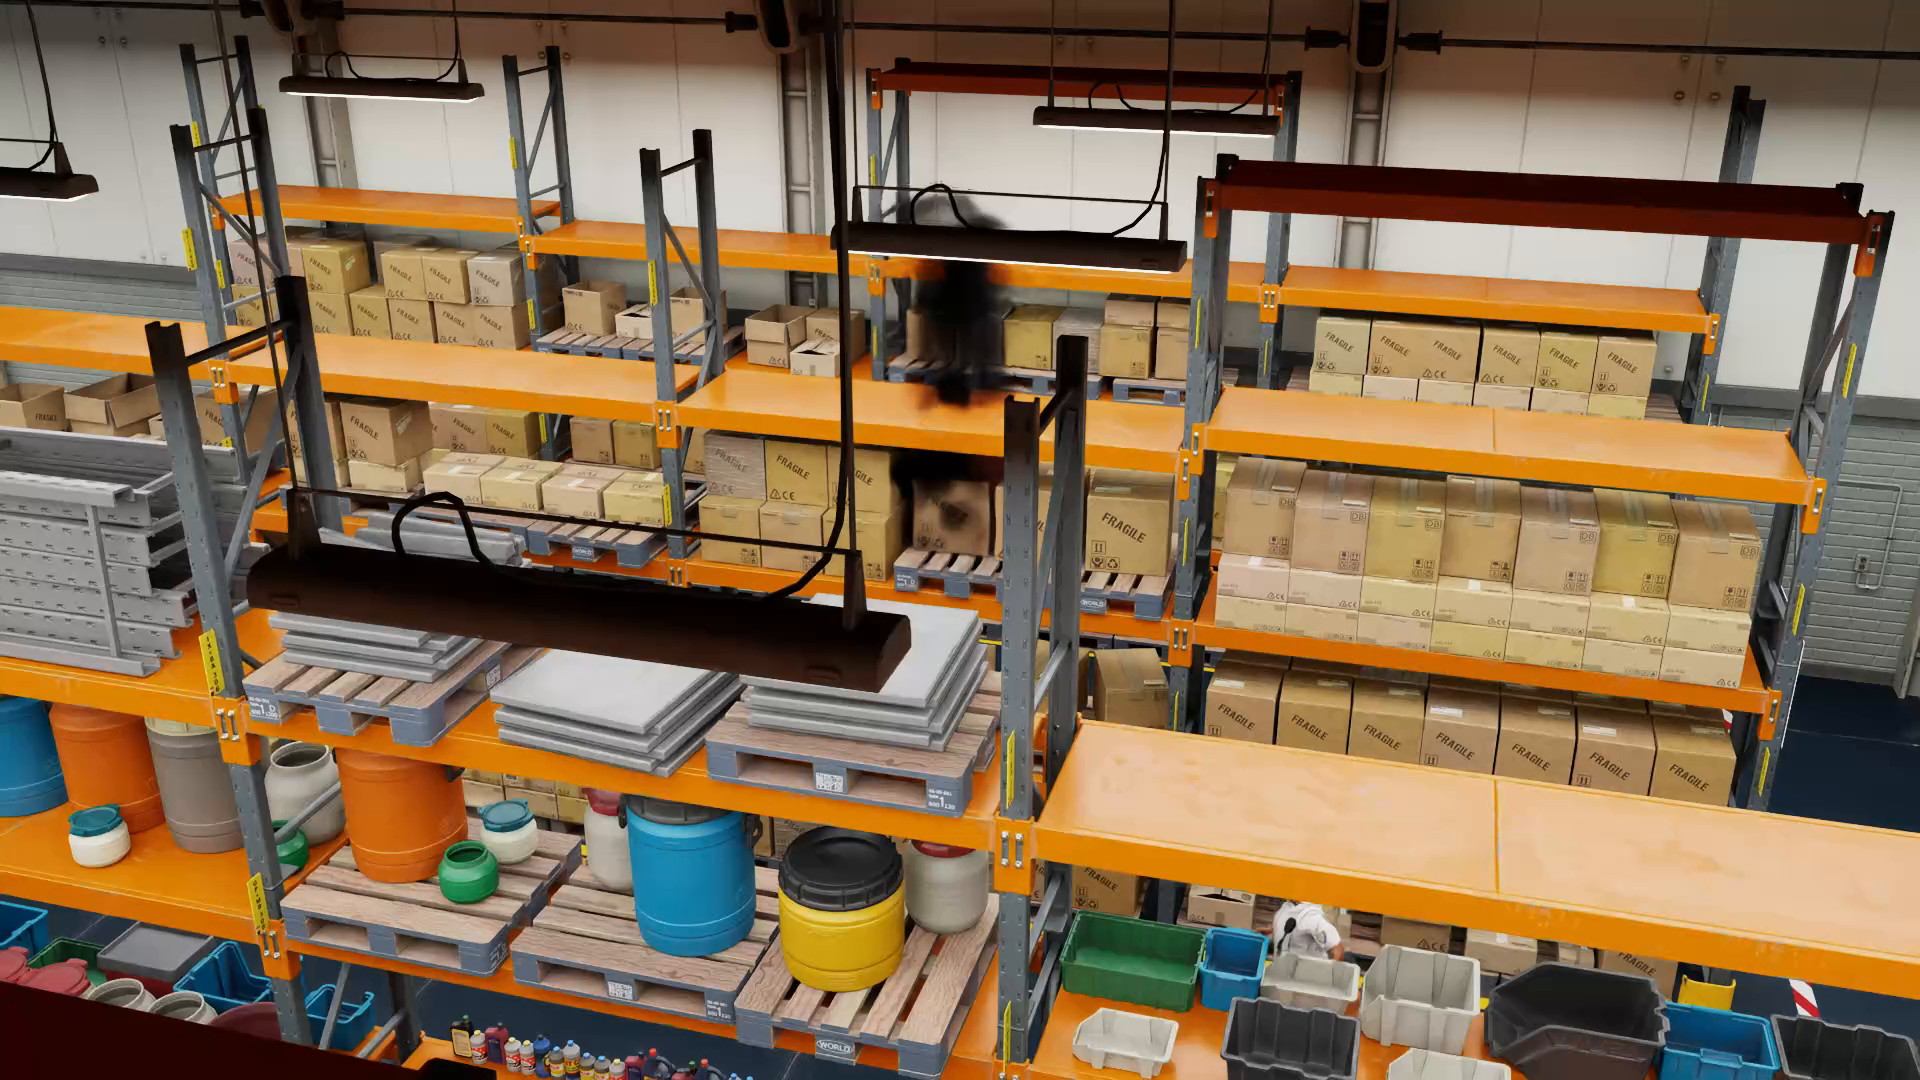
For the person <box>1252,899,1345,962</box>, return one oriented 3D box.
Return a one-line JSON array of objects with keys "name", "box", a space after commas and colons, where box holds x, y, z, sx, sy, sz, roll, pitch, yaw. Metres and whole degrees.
[{"name": "person", "box": [2.284, 2.925, 11.197, 0.708, 1.653, 0.632, 3, 23, 7]}]
